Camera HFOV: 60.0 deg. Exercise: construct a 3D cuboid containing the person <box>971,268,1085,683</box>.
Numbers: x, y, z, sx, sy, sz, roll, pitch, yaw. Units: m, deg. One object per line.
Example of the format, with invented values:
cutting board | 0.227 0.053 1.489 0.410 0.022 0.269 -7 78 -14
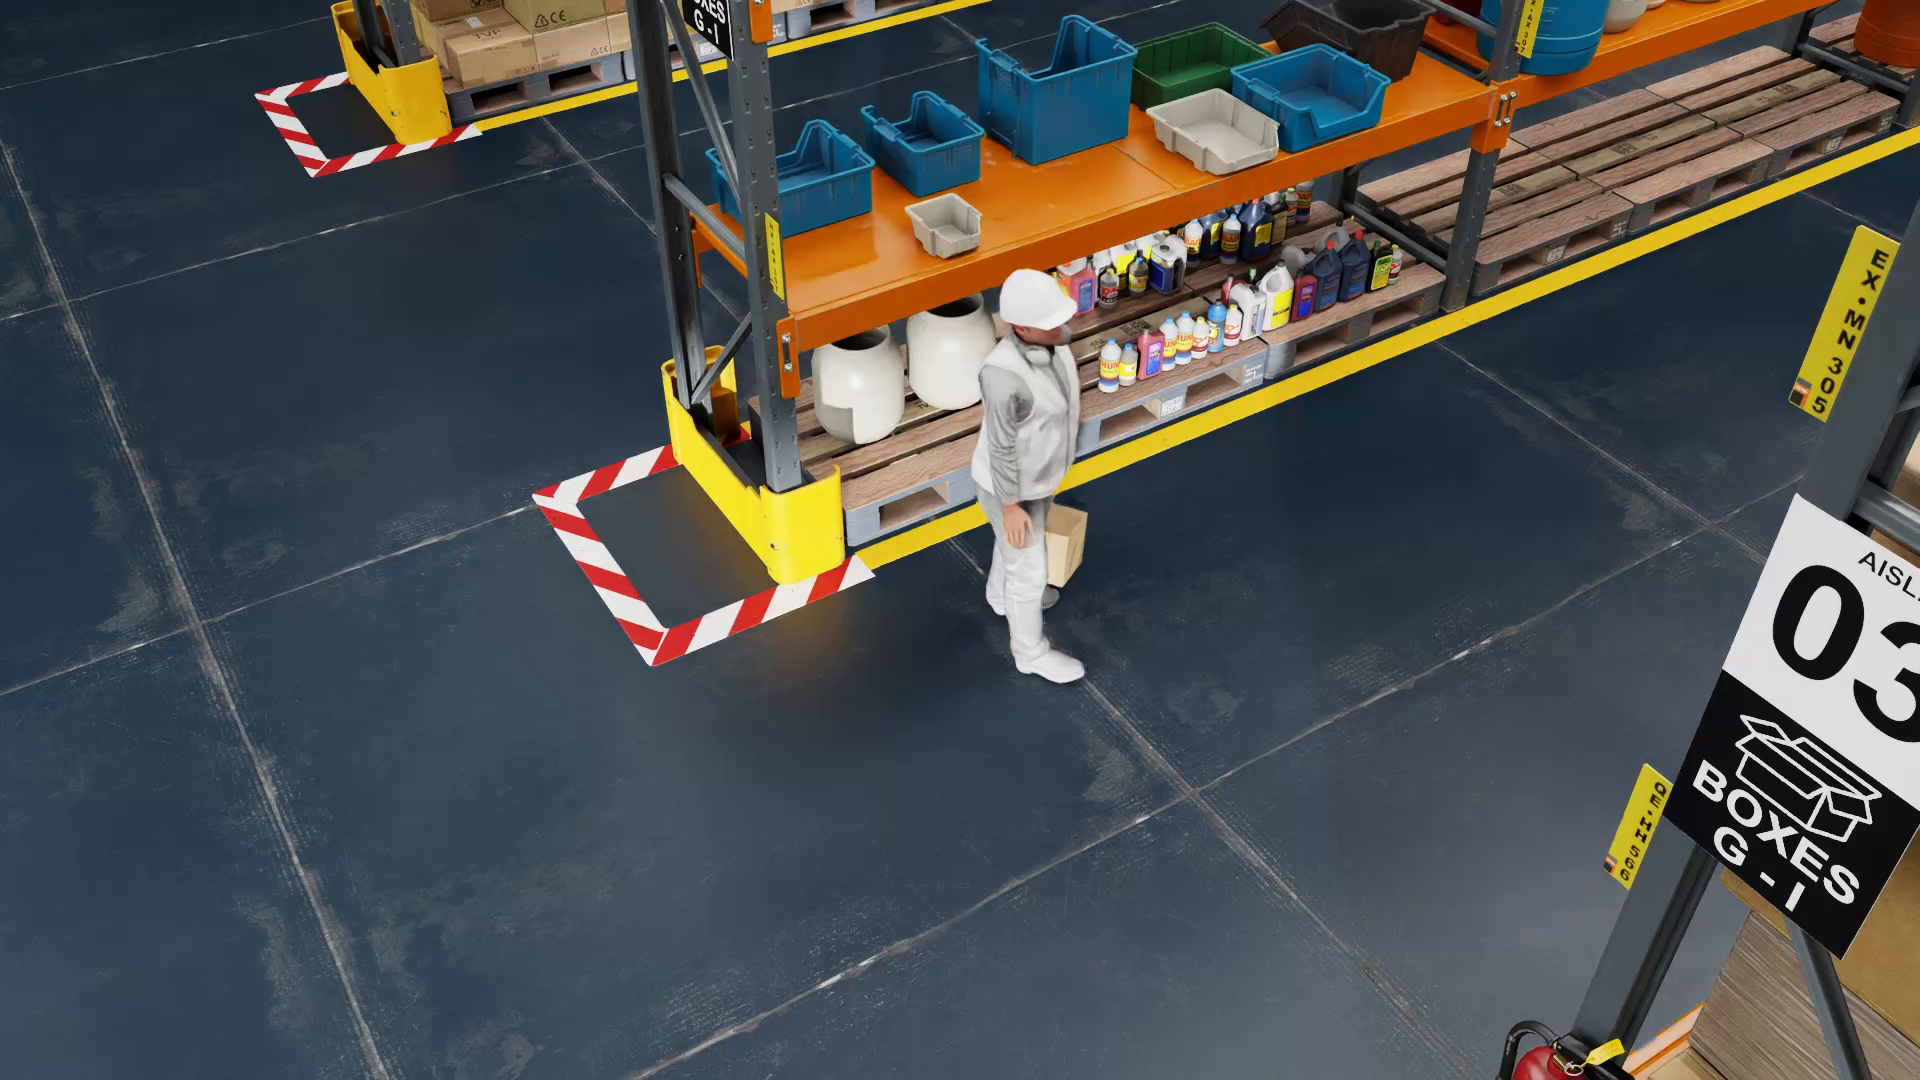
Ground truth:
person | 0.315 -0.246 6.386 0.546 1.775 0.611 16 43 18
